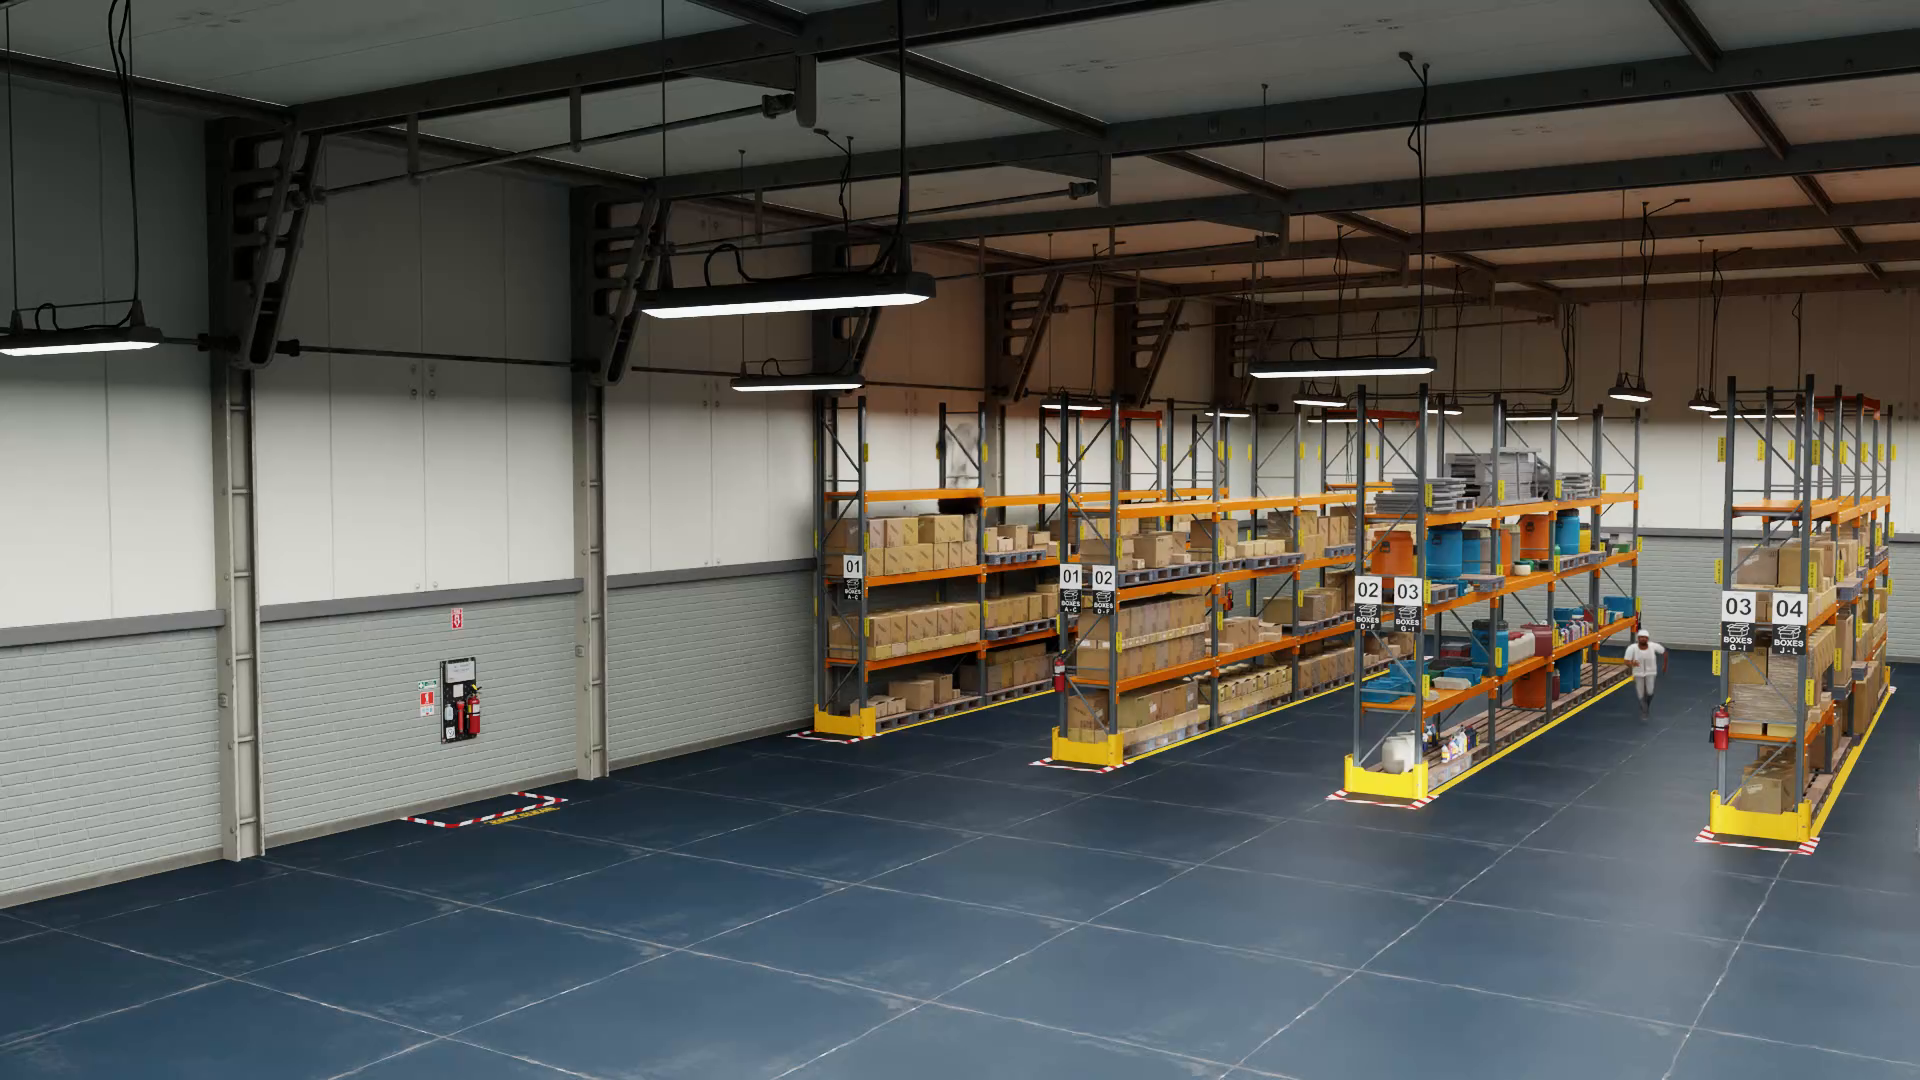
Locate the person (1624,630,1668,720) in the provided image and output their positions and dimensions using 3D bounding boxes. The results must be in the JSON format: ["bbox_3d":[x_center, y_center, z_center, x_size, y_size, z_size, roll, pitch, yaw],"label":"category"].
[{"bbox_3d":[12.699,2.511,30.801,0.745,1.709,0.733,1,3,22],"label":"person"}]
